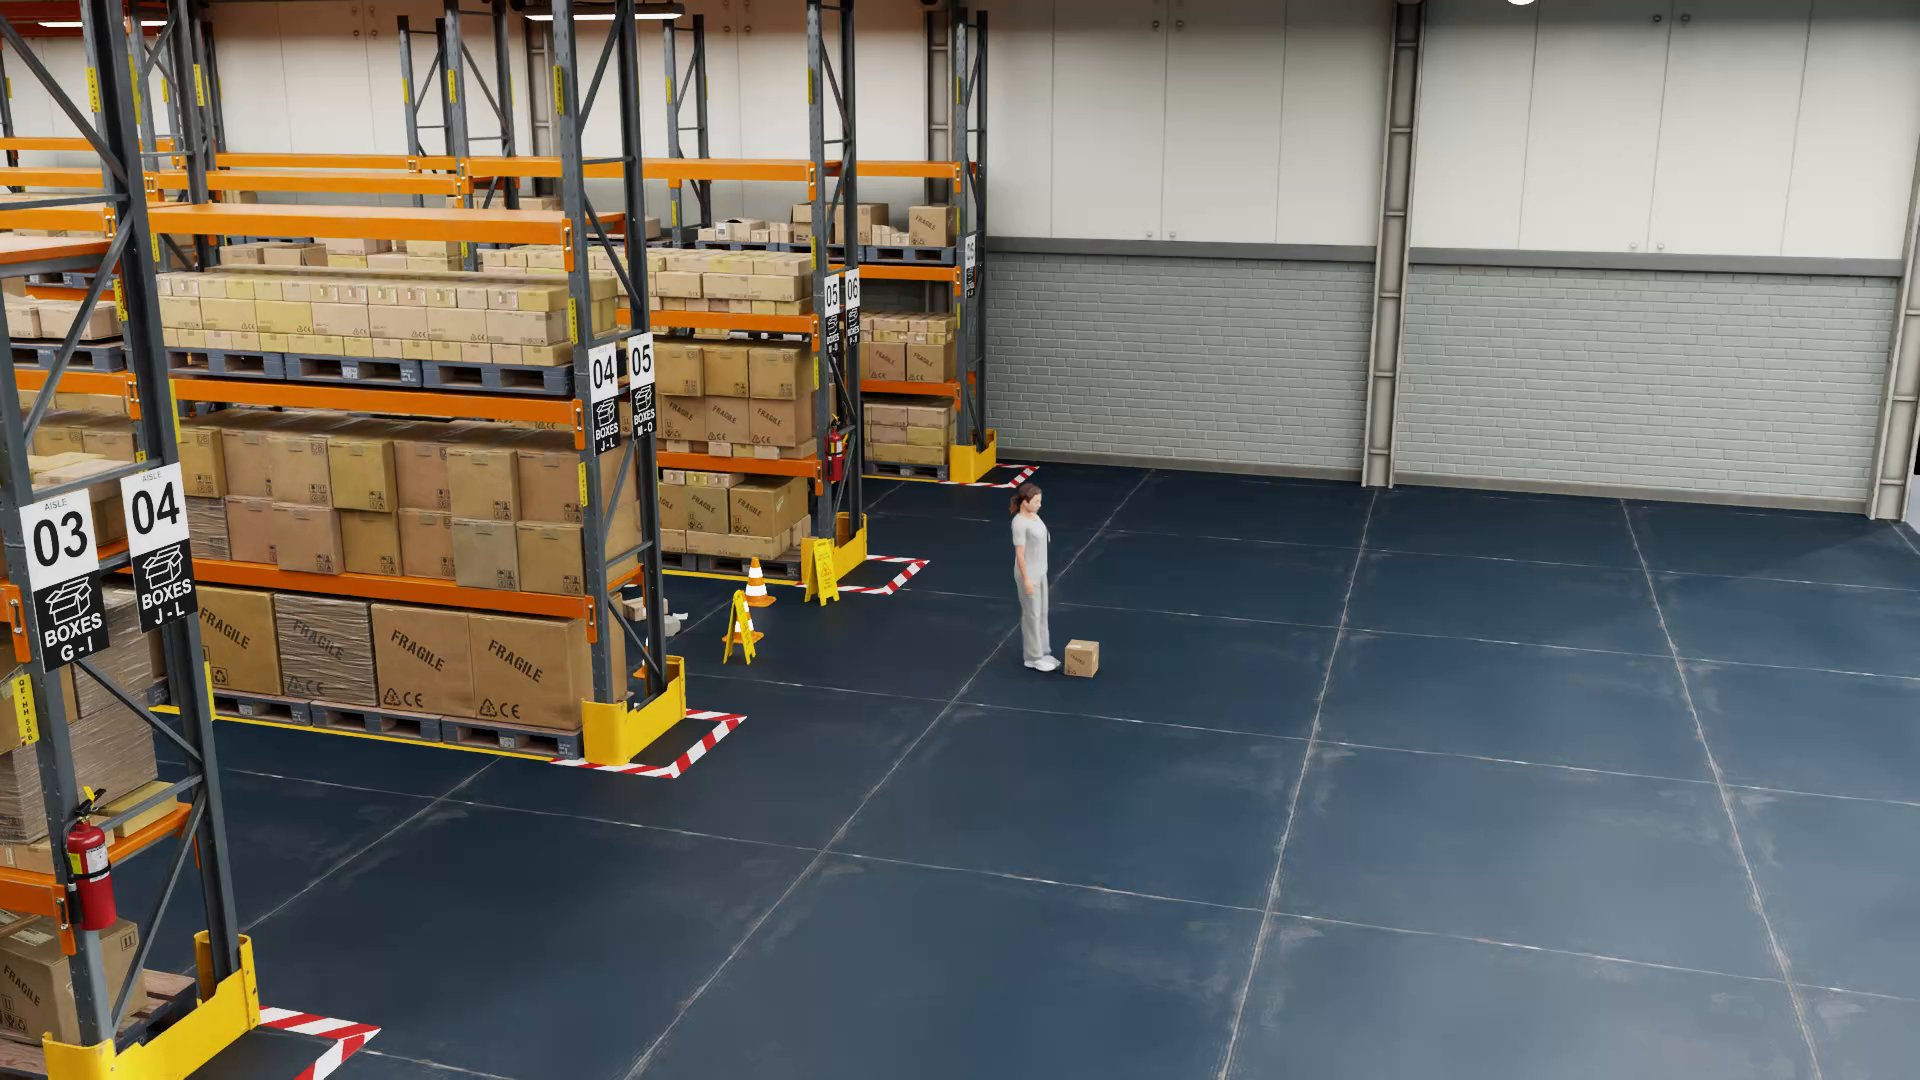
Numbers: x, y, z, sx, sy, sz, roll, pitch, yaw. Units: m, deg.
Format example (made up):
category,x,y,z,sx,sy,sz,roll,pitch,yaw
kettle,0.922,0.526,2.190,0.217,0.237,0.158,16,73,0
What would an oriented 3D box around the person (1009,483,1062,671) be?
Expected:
category,x,y,z,sx,sy,sz,roll,pitch,yaw
person,0.654,0.338,14.728,0.475,1.694,0.473,6,16,22
